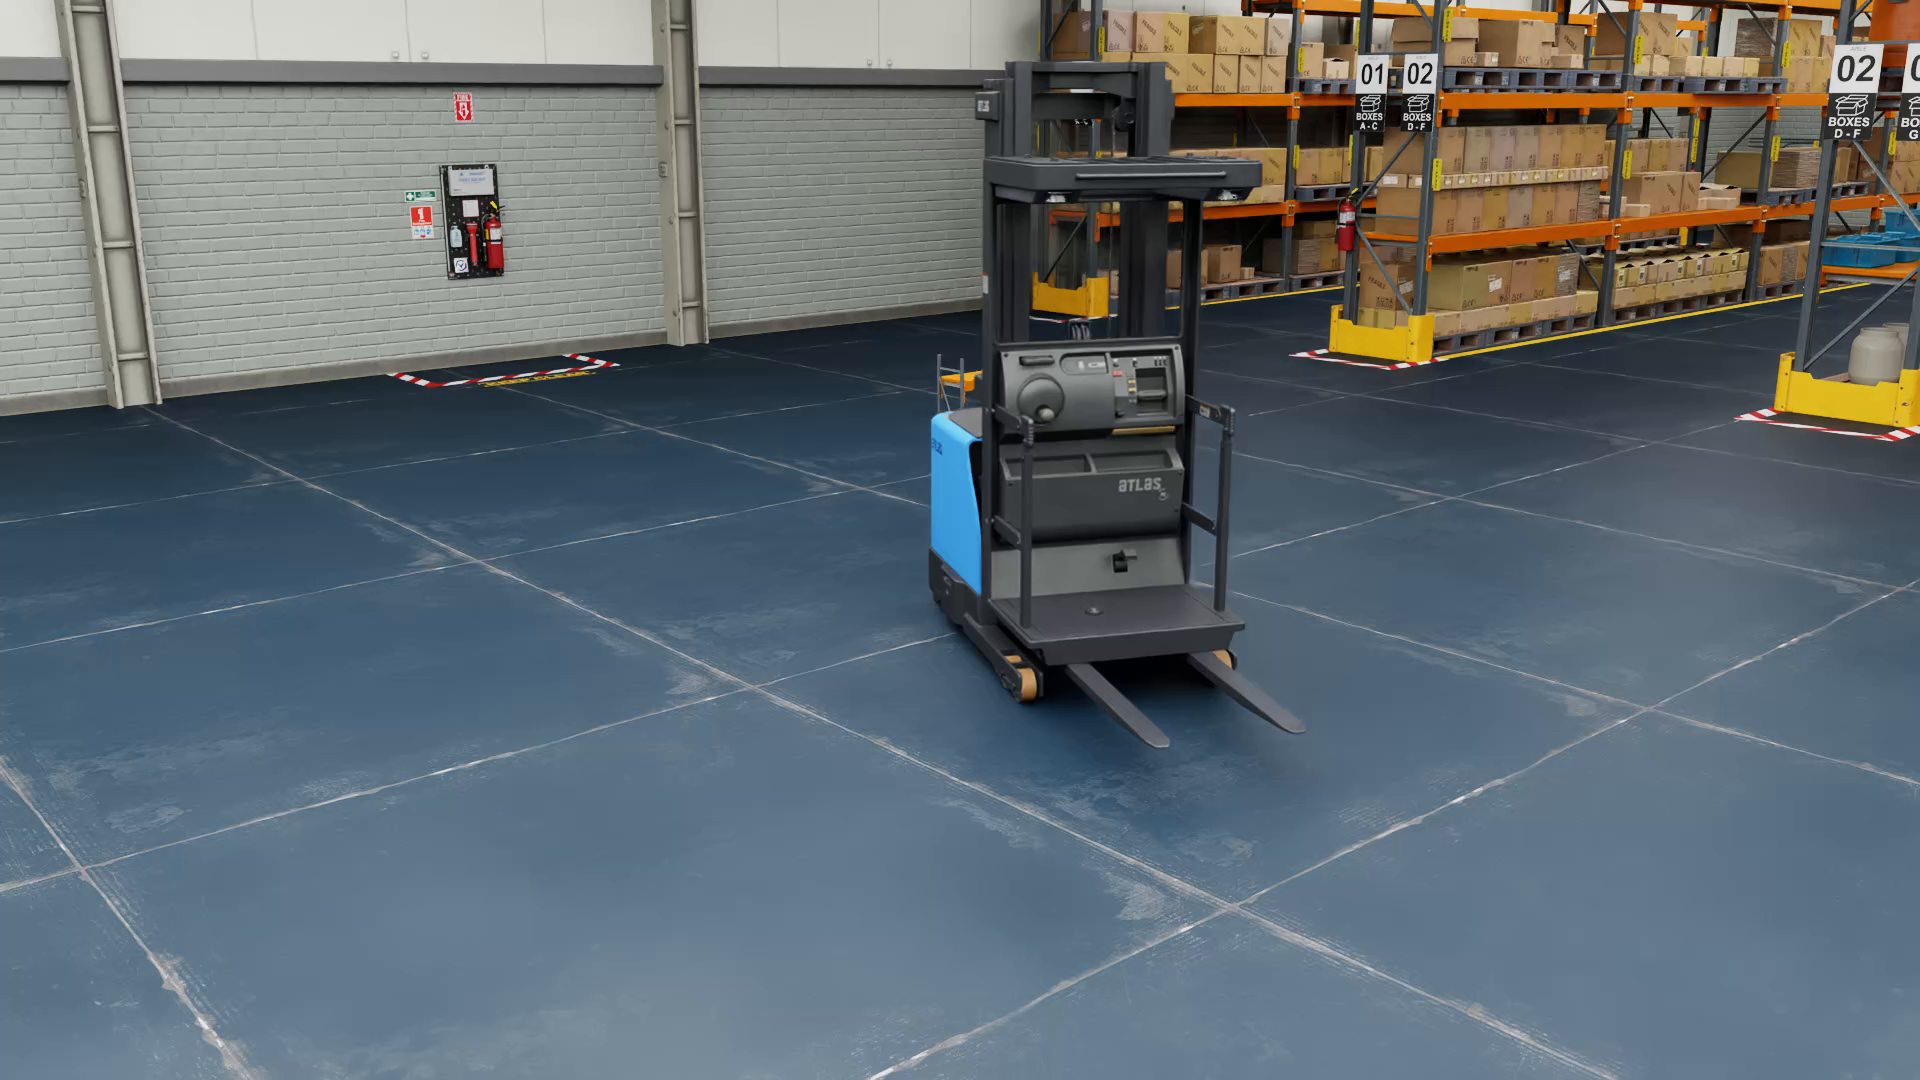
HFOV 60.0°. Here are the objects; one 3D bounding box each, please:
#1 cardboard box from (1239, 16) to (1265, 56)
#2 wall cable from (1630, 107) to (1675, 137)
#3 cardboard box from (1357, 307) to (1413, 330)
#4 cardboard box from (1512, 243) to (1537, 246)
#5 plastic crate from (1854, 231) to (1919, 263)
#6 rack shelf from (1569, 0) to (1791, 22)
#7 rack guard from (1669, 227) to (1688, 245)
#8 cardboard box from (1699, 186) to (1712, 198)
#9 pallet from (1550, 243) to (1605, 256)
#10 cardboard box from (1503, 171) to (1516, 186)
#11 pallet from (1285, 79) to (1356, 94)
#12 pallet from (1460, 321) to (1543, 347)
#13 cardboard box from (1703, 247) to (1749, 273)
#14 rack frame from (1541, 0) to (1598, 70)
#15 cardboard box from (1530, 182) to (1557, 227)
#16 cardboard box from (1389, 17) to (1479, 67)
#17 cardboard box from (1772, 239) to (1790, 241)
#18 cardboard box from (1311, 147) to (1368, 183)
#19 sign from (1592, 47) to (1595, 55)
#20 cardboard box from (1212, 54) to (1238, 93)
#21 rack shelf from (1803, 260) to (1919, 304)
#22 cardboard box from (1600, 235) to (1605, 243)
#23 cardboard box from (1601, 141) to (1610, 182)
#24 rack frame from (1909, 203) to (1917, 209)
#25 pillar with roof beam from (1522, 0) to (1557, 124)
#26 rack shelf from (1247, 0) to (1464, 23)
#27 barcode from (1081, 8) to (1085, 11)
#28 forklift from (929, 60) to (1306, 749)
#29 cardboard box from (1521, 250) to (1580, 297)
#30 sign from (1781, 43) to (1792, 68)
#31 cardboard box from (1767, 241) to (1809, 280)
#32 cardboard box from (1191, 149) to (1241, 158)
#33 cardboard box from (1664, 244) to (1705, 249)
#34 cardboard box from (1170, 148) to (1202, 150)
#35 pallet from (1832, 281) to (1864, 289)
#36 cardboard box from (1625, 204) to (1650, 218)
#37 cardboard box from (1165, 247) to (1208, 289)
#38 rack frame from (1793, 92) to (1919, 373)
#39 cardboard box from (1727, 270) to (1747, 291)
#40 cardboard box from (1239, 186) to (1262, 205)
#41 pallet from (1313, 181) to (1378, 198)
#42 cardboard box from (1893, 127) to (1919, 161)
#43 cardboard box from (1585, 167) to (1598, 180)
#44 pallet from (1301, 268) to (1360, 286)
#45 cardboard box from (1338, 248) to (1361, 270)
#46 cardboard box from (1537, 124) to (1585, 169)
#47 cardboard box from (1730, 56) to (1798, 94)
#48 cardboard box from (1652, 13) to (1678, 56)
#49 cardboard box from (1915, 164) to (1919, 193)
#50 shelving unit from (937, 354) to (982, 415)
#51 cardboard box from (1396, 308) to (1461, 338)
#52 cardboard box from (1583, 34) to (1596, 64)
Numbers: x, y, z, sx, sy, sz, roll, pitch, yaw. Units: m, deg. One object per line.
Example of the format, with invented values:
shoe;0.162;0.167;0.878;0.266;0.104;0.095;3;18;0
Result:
cardboard box;3.815;-6.899;22.783;0.500;0.500;0.500;-11;19;-36
wall cable;13.821;-8.066;33.168;1.851;1.984;0.084;-13;19;-39
cardboard box;4.871;-2.523;18.898;0.500;0.250;0.500;-13;19;-39
cardboard box;9.385;-5.375;28.411;0.750;0.750;0.750;-12;19;-38
plastic crate;8.584;-2.715;15.392;0.408;0.251;0.499;-13;19;-39
rack shelf;9.187;-6.874;21.217;4.000;0.370;1.077;-13;19;-39
rack guard;13.494;-5.971;32.135;0.348;0.500;1.175;-13;19;-39
cardboard box;9.894;-4.699;22.701;0.500;0.311;0.500;-13;20;-40
pallet;11.084;-5.263;30.045;1.213;0.211;1.003;-13;19;-39
cardboard box;6.068;-4.105;18.855;0.250;0.149;0.380;-13;20;-40
pallet;4.959;-6.584;24.138;1.003;0.211;1.213;-13;19;-39
pallet;6.130;-2.496;19.687;1.213;0.211;1.003;-13;19;-39
cardboard box;10.462;-3.864;22.832;0.500;0.311;0.500;-12;19;-38
rack frame;10.459;-9.395;28.486;0.127;3.000;1.000;-13;19;-39
cardboard box;6.573;-3.975;19.625;0.500;0.500;0.700;-12;19;-39
cardboard box;5.097;-5.366;17.931;0.637;0.503;0.797;-11;18;-36
cardboard box;12.030;-4.242;24.811;0.500;0.500;0.500;-14;20;-41
cardboard box;5.733;-5.693;25.205;0.500;0.500;0.700;-10;18;-32
sign;10.822;-8.244;28.377;0.005;0.325;0.100;-13;19;-39
cardboard box;3.422;-6.331;22.593;0.500;0.500;0.500;-14;20;-41
rack shelf;9.418;-2.527;15.791;4.000;0.370;1.077;-13;19;-39
cardboard box;11.471;-5.683;30.244;0.500;0.500;0.700;-13;20;-40
cardboard box;10.879;-6.731;29.554;0.700;0.700;0.980;-12;19;-39
rack frame;16.731;-6.211;28.189;0.127;3.000;1.000;-13;19;-39
pillar with roof beam;13.245;-8.844;26.423;0.400;9.000;9.100;-13;19;-39
rack shelf;5.932;-7.838;24.825;4.000;0.370;1.077;-13;19;-39
barcode;1.614;-6.952;21.858;0.075;0.075;0.001;-13;19;-39
forklift;0.711;-0.758;7.908;1.130;2.935;3.031;-4;15;-15
cardboard box;7.087;-3.211;20.021;0.500;0.500;0.500;-13;19;-39
sign;11.054;-6.483;22.242;0.005;0.325;0.100;-13;19;-39
cardboard box;12.000;-4.056;24.112;0.500;0.500;0.500;-13;20;-40
cardboard box;3.510;-5.132;22.949;0.500;0.500;0.500;-13;20;-41
cardboard box;10.108;-3.969;23.226;0.500;0.311;0.500;-12;19;-38
cardboard box;3.160;-5.232;23.323;0.500;0.500;0.500;-12;19;-38
pallet;13.125;-4.041;25.469;1.213;0.211;1.003;-13;19;-39
cardboard box;8.481;-4.167;21.024;0.250;0.149;0.380;-13;19;-39
cardboard box;3.004;-3.780;23.079;0.500;0.500;0.700;-14;21;-43
rack frame;7.910;-2.535;14.429;0.127;3.000;1.000;-13;19;-39
cardboard box;10.459;-3.593;22.905;0.500;0.250;0.500;-12;19;-38
cardboard box;3.884;-4.857;23.372;0.500;0.250;0.500;-13;19;-39
pallet;5.975;-5.383;25.463;1.213;0.211;1.003;-13;19;-39
cardboard box;14.642;-6.177;25.932;0.500;0.500;0.500;-13;20;-41
cardboard box;7.426;-4.410;19.998;0.250;0.149;0.380;-13;20;-41
pallet;5.931;-4.134;25.819;1.213;0.211;1.003;-13;19;-39
cardboard box;5.736;-4.450;25.590;0.500;0.500;0.700;-12;19;-39
cardboard box;6.967;-4.691;19.791;0.500;0.500;0.700;-13;20;-39
cardboard box;11.003;-6.434;23.017;0.500;0.500;0.910;-13;19;-39
cardboard box;8.584;-6.318;20.800;0.500;0.500;0.500;-10;18;-34
cardboard box;15.040;-5.786;26.407;0.500;0.500;0.500;-13;20;-40
shelving unit;0.125;-0.608;10.700;0.503;1.200;0.258;-13;19;-39
cardboard box;5.211;-2.422;18.521;0.500;0.250;0.500;-13;19;-39
cardboard box;11.181;-8.553;28.977;0.500;0.500;0.500;-13;20;-40
